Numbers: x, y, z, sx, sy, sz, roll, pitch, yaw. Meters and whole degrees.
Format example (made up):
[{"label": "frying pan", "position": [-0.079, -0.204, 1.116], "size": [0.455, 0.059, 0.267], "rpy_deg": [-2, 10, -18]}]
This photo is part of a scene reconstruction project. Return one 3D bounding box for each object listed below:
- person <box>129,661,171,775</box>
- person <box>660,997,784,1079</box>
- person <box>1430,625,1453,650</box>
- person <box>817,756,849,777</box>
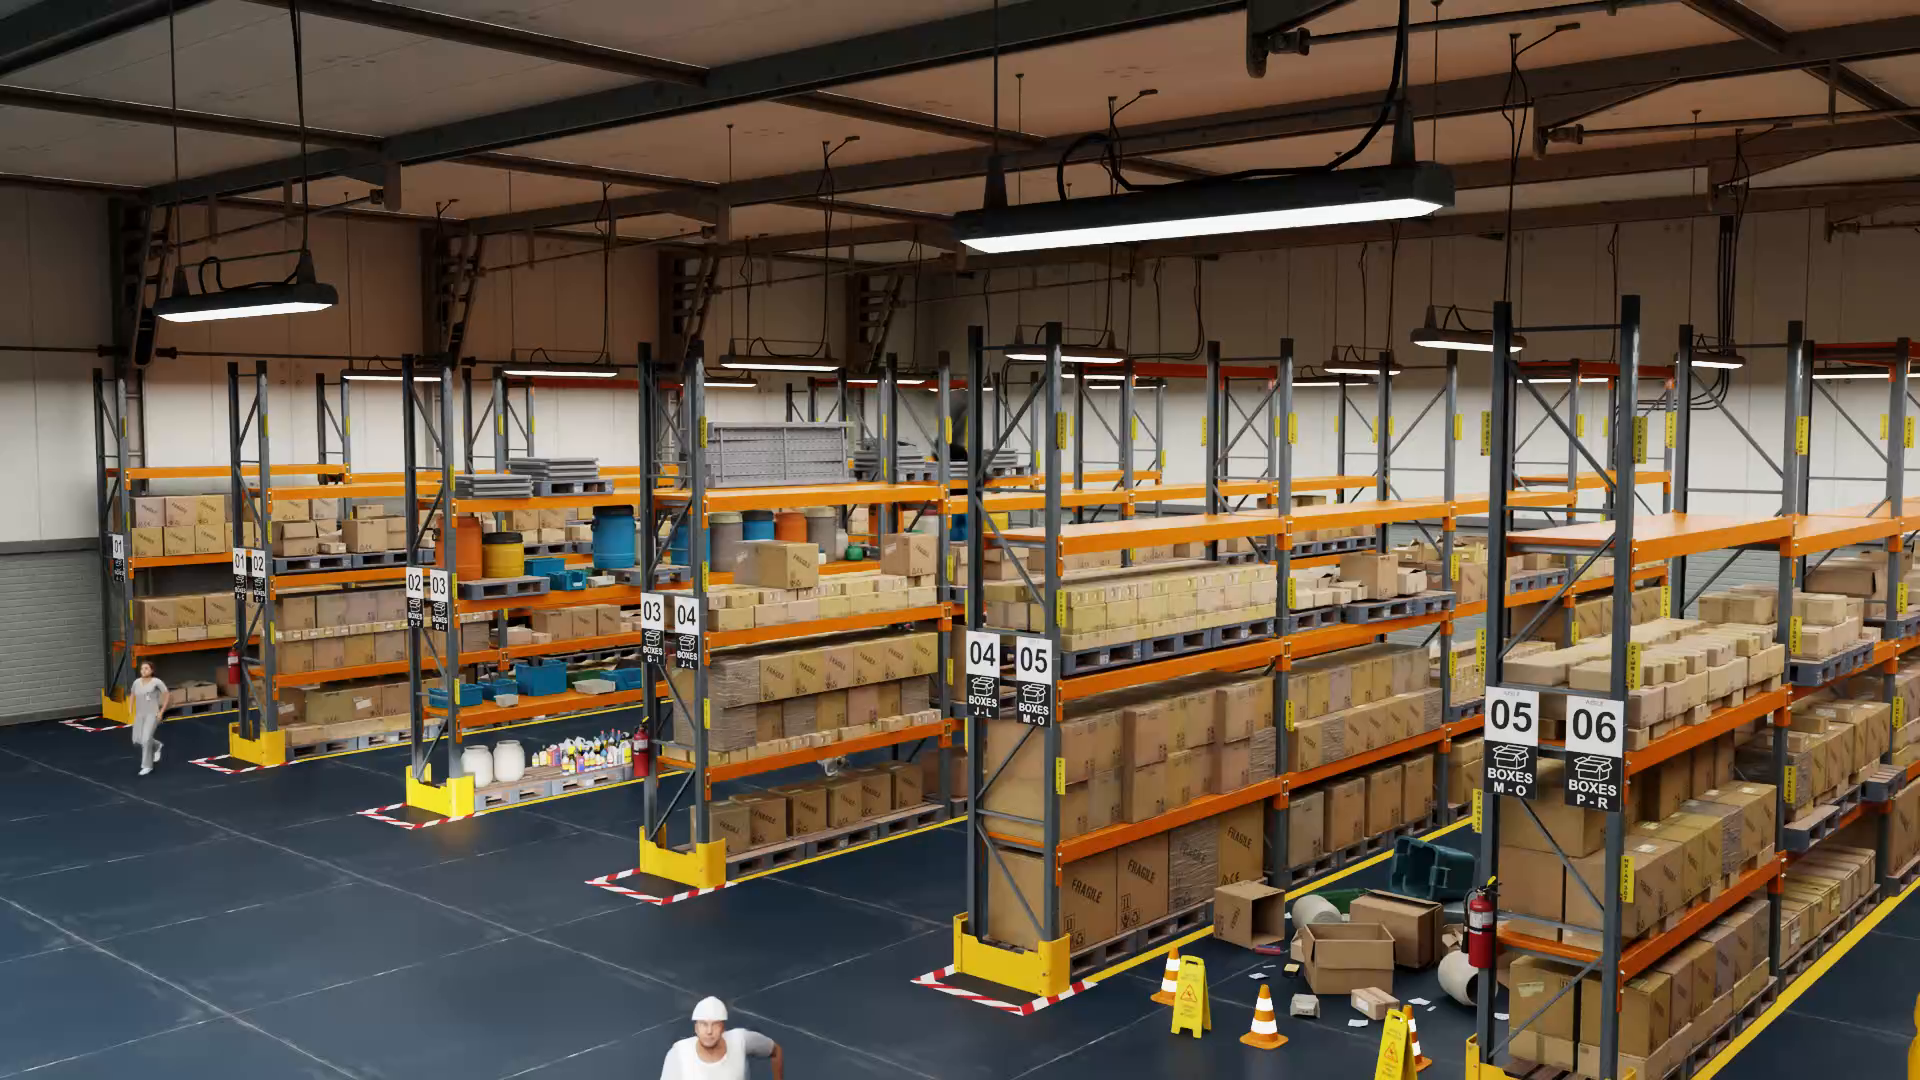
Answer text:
[{"label": "person", "position": [-11.851, 2.573, 24.307], "size": [0.598, 1.640, 0.575], "rpy_deg": [0, 4, 5]}, {"label": "person", "position": [-1.421, 3.557, 9.898], "size": [0.726, 1.721, 0.729], "rpy_deg": [0, 4, -3]}, {"label": "person", "position": [7.811, 2.271, 27.019], "size": [0.653, 1.793, 0.900], "rpy_deg": [3, 5, 40]}, {"label": "person", "position": [-1.692, 2.628, 22.862], "size": [0.670, 1.752, 0.611], "rpy_deg": [3, 5, 38]}]
